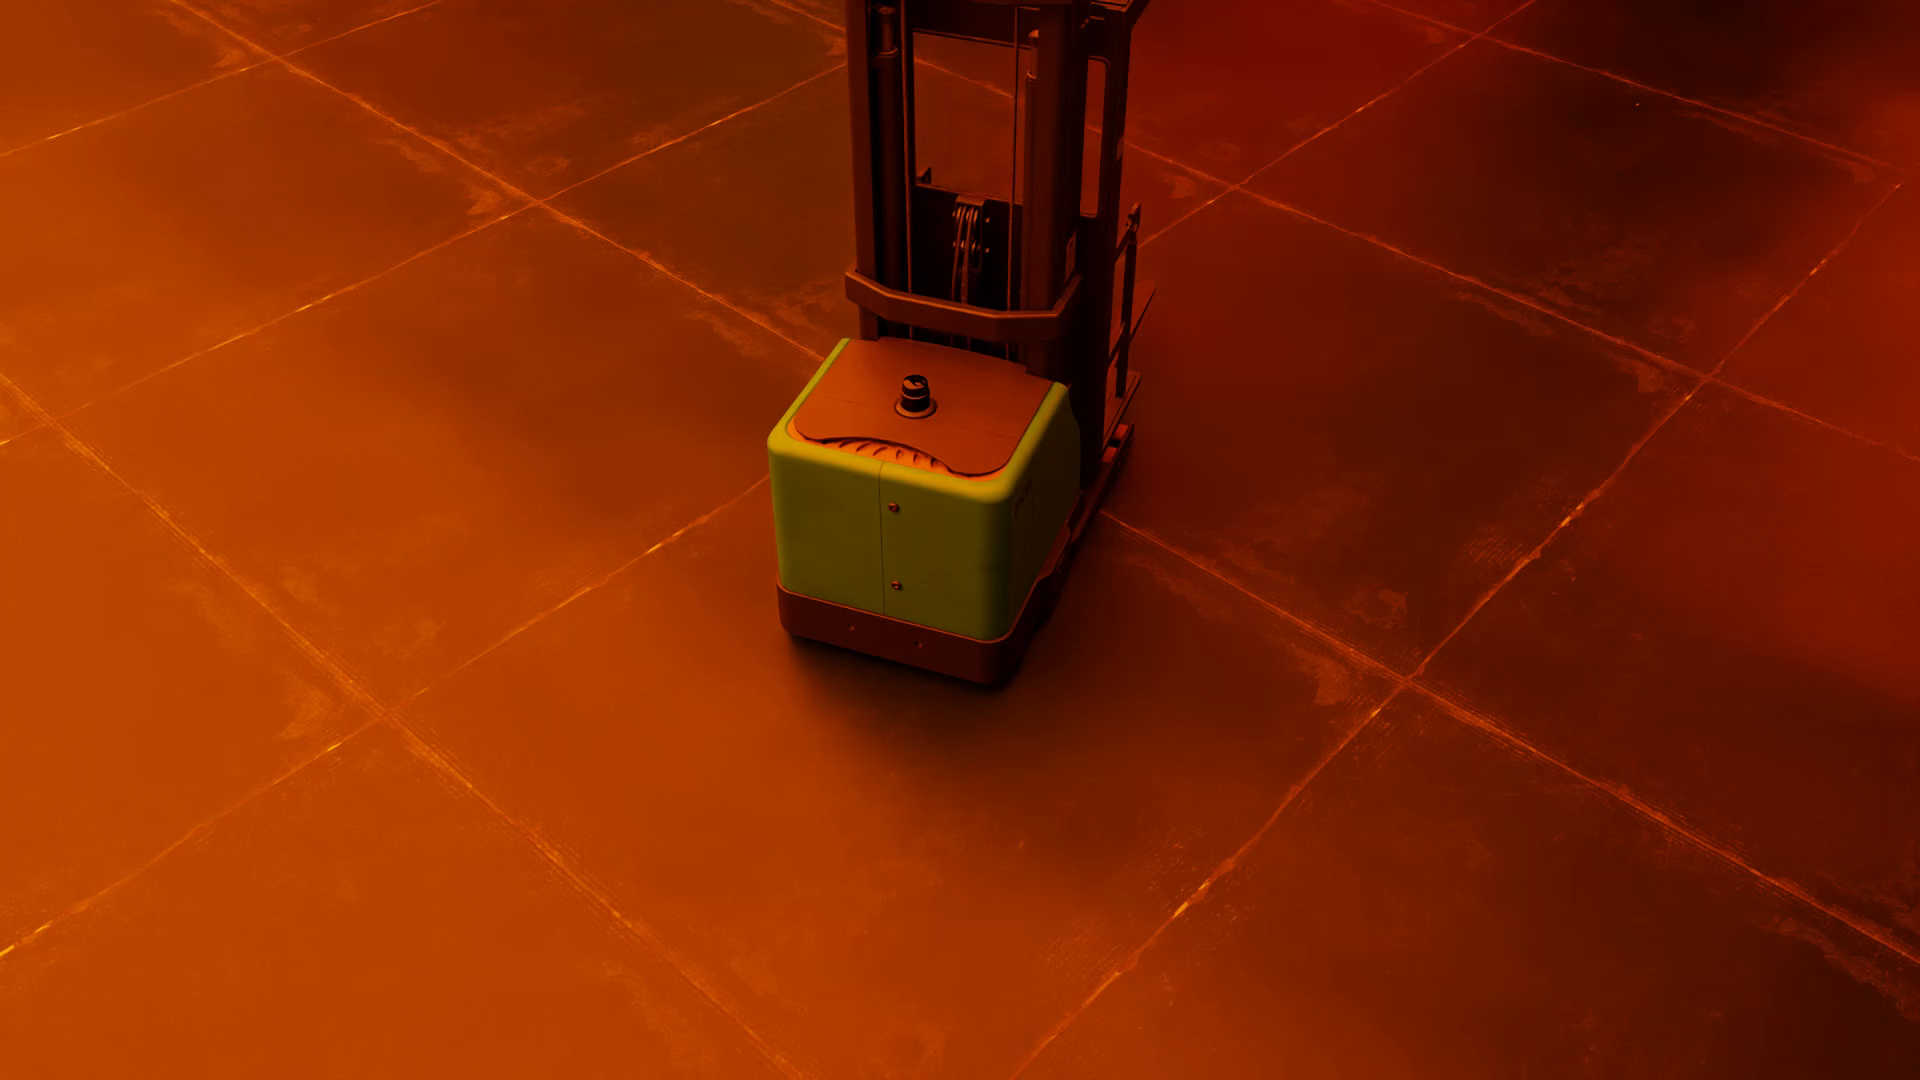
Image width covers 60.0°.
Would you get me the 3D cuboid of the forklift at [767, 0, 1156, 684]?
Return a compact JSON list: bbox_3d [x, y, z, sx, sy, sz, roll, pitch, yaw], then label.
[{"bbox_3d":[0.211,-1.484,7.158,1.130,2.935,3.031,14,42,15],"label":"forklift"}]
